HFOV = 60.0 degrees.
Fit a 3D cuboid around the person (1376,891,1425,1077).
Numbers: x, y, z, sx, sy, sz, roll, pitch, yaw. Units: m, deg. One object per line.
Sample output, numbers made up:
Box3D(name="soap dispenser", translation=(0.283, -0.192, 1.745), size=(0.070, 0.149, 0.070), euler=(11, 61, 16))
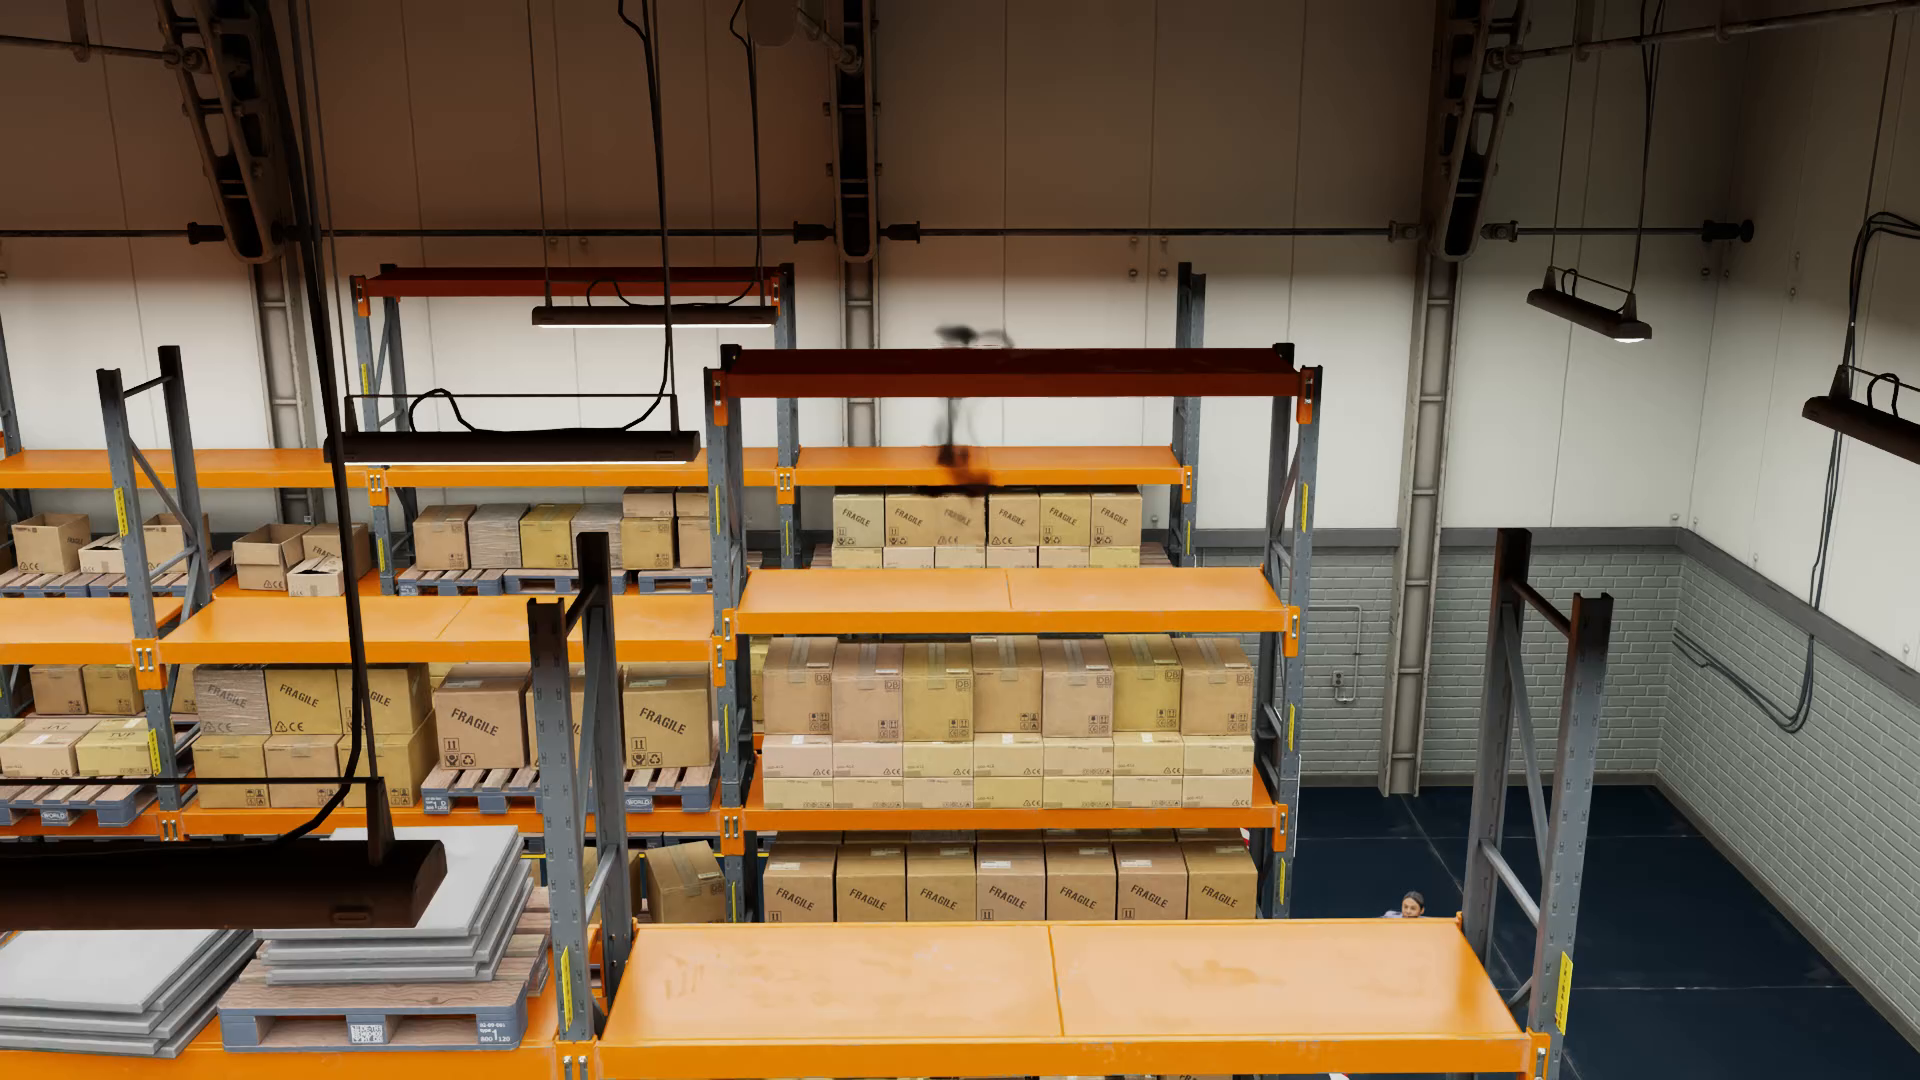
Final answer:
Box3D(name="person", translation=(3.597, 3.589, 13.370), size=(0.576, 1.672, 0.679), euler=(5, 17, 18))
